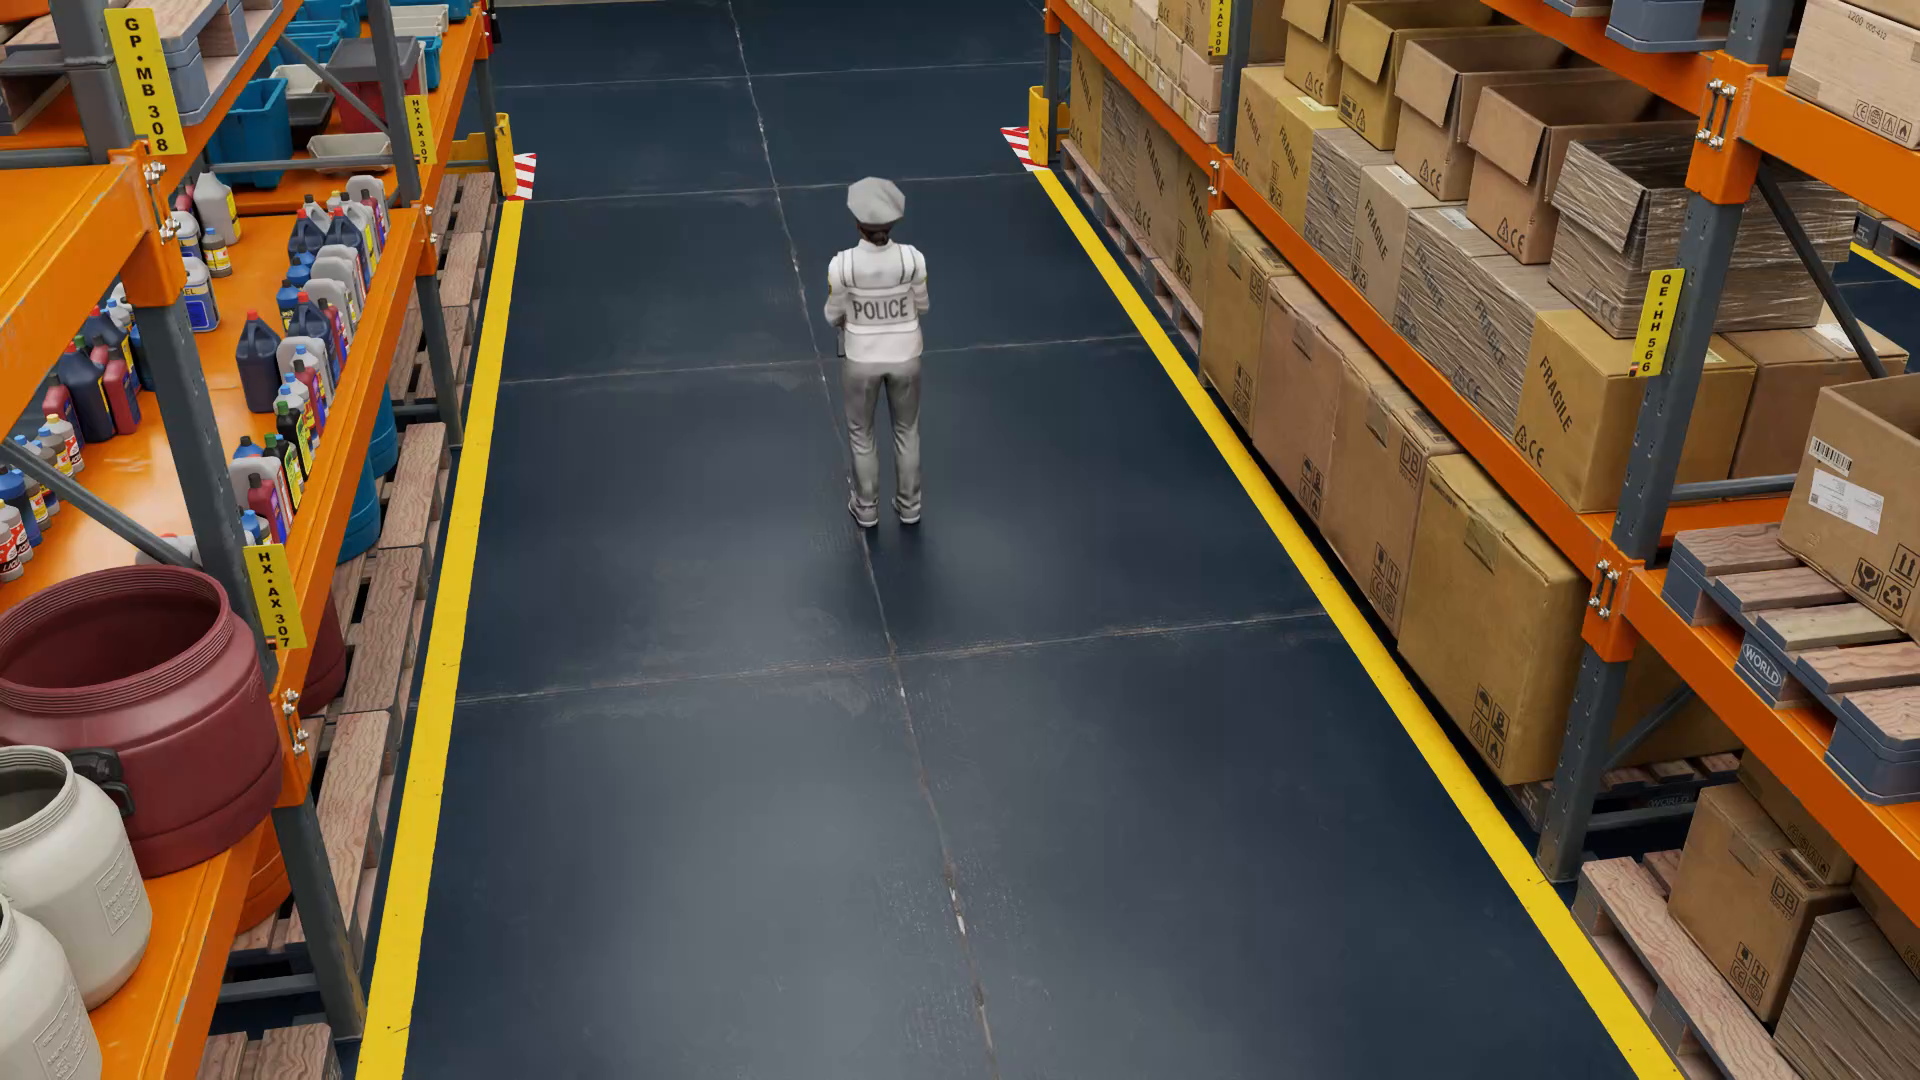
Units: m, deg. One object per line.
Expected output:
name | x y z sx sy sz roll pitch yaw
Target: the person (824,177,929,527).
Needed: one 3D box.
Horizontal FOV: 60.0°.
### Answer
person | -0.372 -0.844 7.512 0.466 1.693 0.554 -5 31 -9
